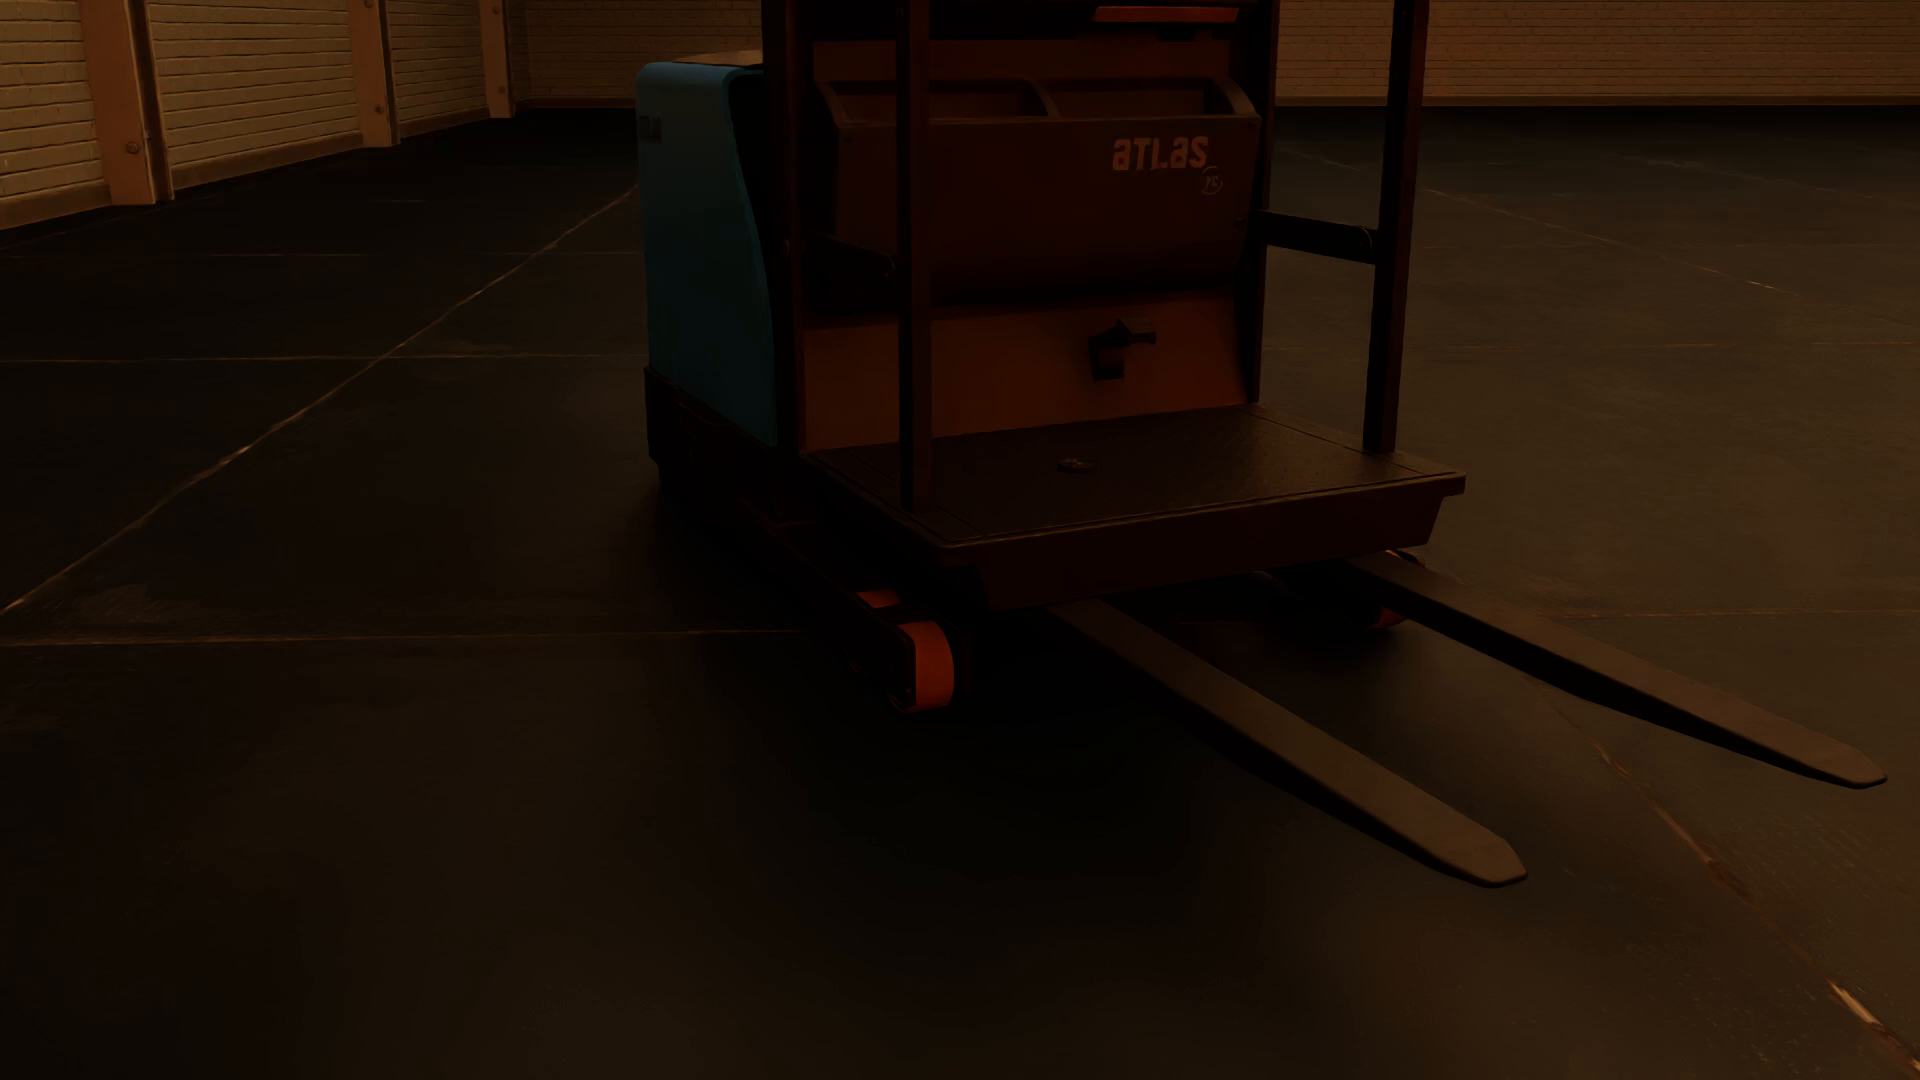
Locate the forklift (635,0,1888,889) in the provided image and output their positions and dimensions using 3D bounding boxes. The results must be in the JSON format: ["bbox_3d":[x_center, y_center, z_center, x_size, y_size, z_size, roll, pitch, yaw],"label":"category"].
[{"bbox_3d":[0.258,-1.240,2.962,1.130,2.935,3.031,-8,19,-24],"label":"forklift"}]
